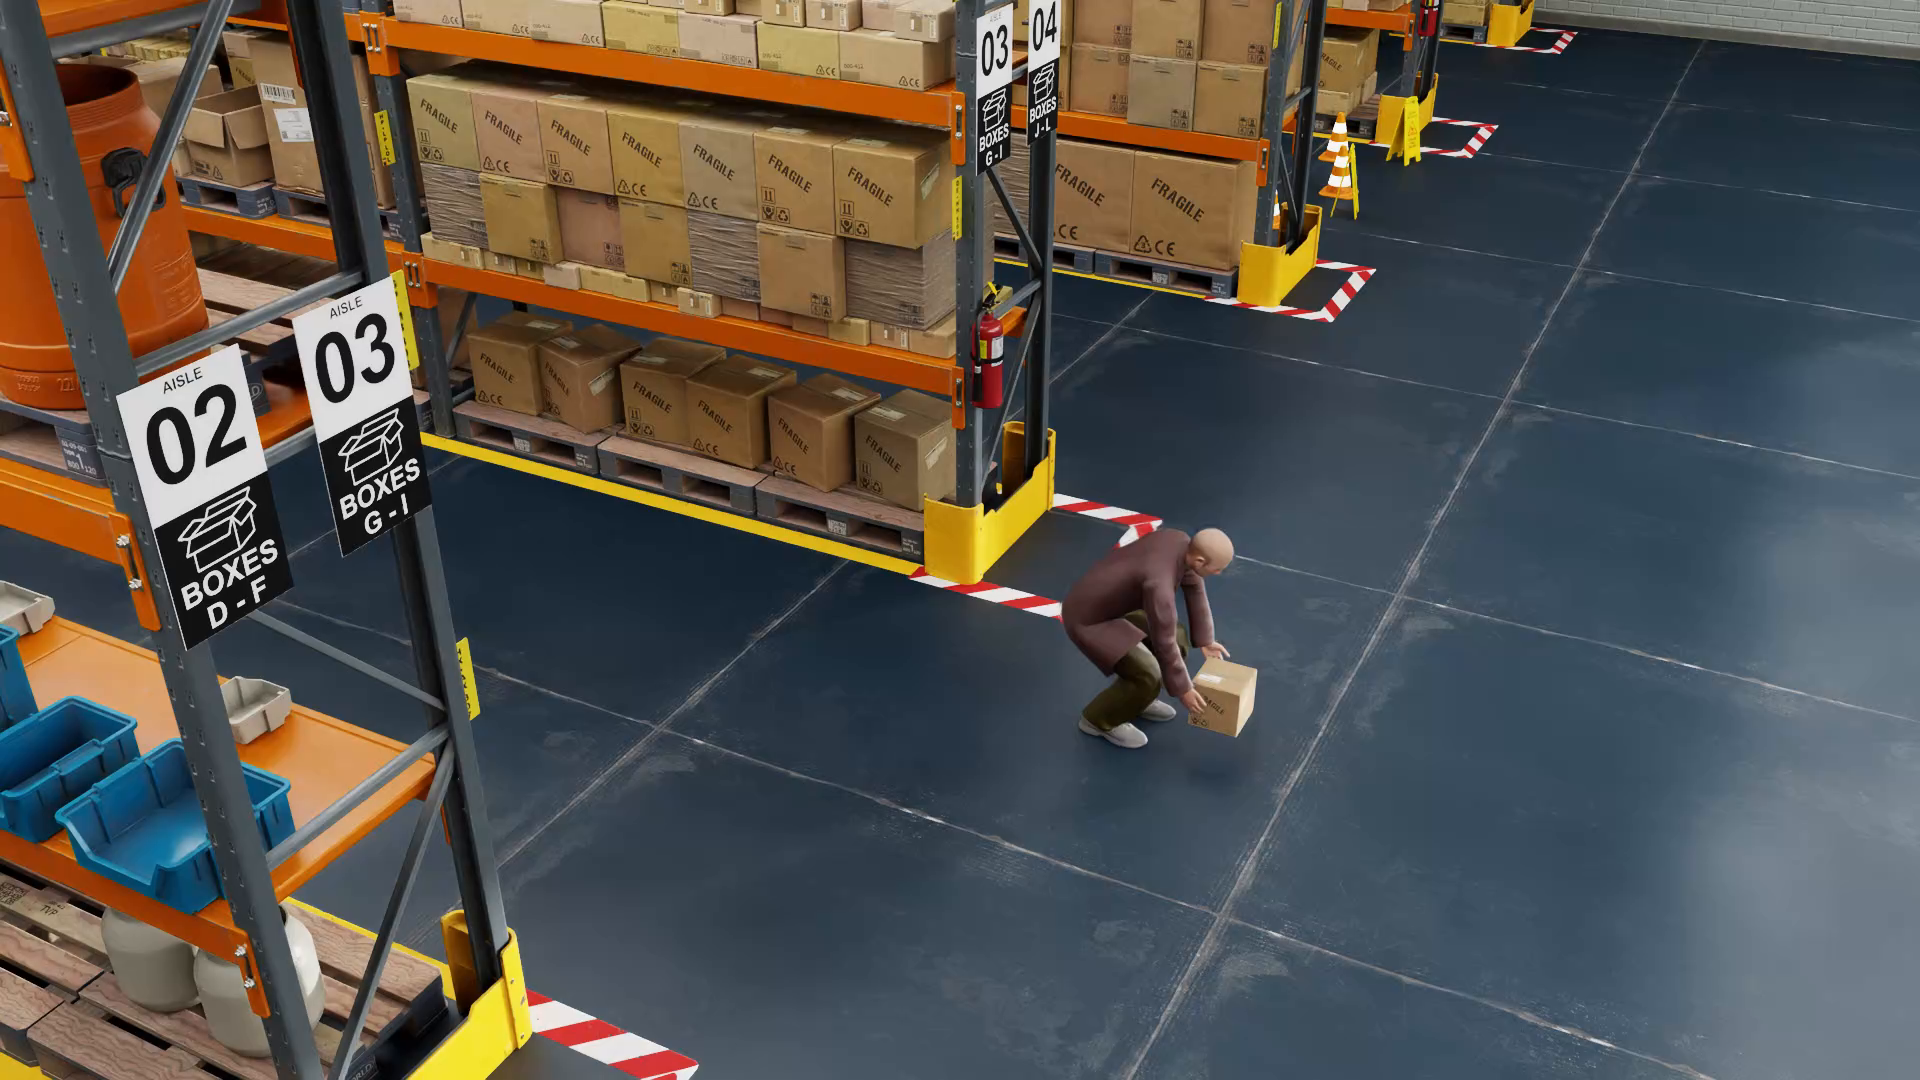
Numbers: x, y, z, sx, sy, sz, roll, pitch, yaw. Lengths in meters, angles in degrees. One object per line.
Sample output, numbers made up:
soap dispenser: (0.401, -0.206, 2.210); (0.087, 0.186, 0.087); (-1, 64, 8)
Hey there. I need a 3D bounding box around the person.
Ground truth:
person: (0.907, 0.422, 8.170); (0.821, 1.188, 0.626); (14, 33, 23)
